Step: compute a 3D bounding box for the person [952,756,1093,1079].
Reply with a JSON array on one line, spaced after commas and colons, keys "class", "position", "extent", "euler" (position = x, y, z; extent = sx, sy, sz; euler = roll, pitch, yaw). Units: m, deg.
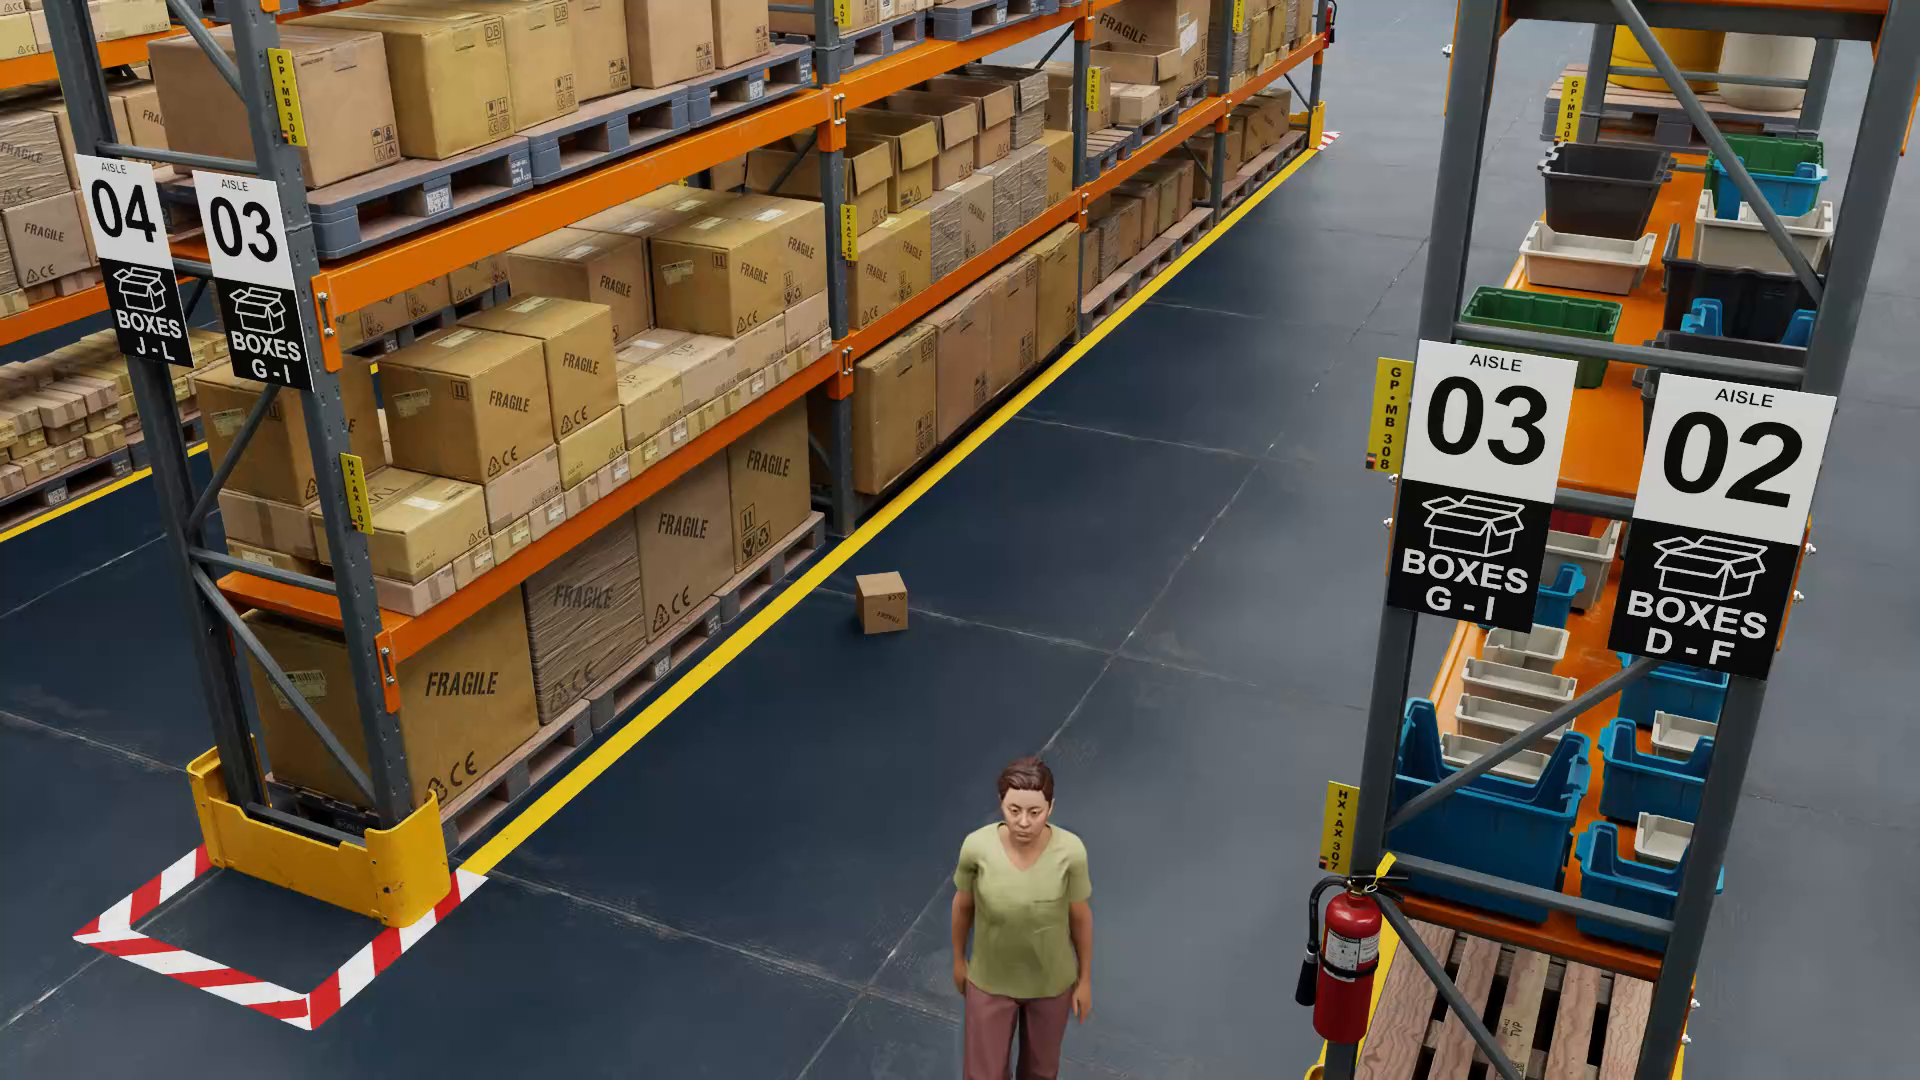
[{"class": "person", "position": [0.208, 1.474, 5.566], "extent": [0.469, 1.663, 0.463], "euler": [0, 26, -1]}]
